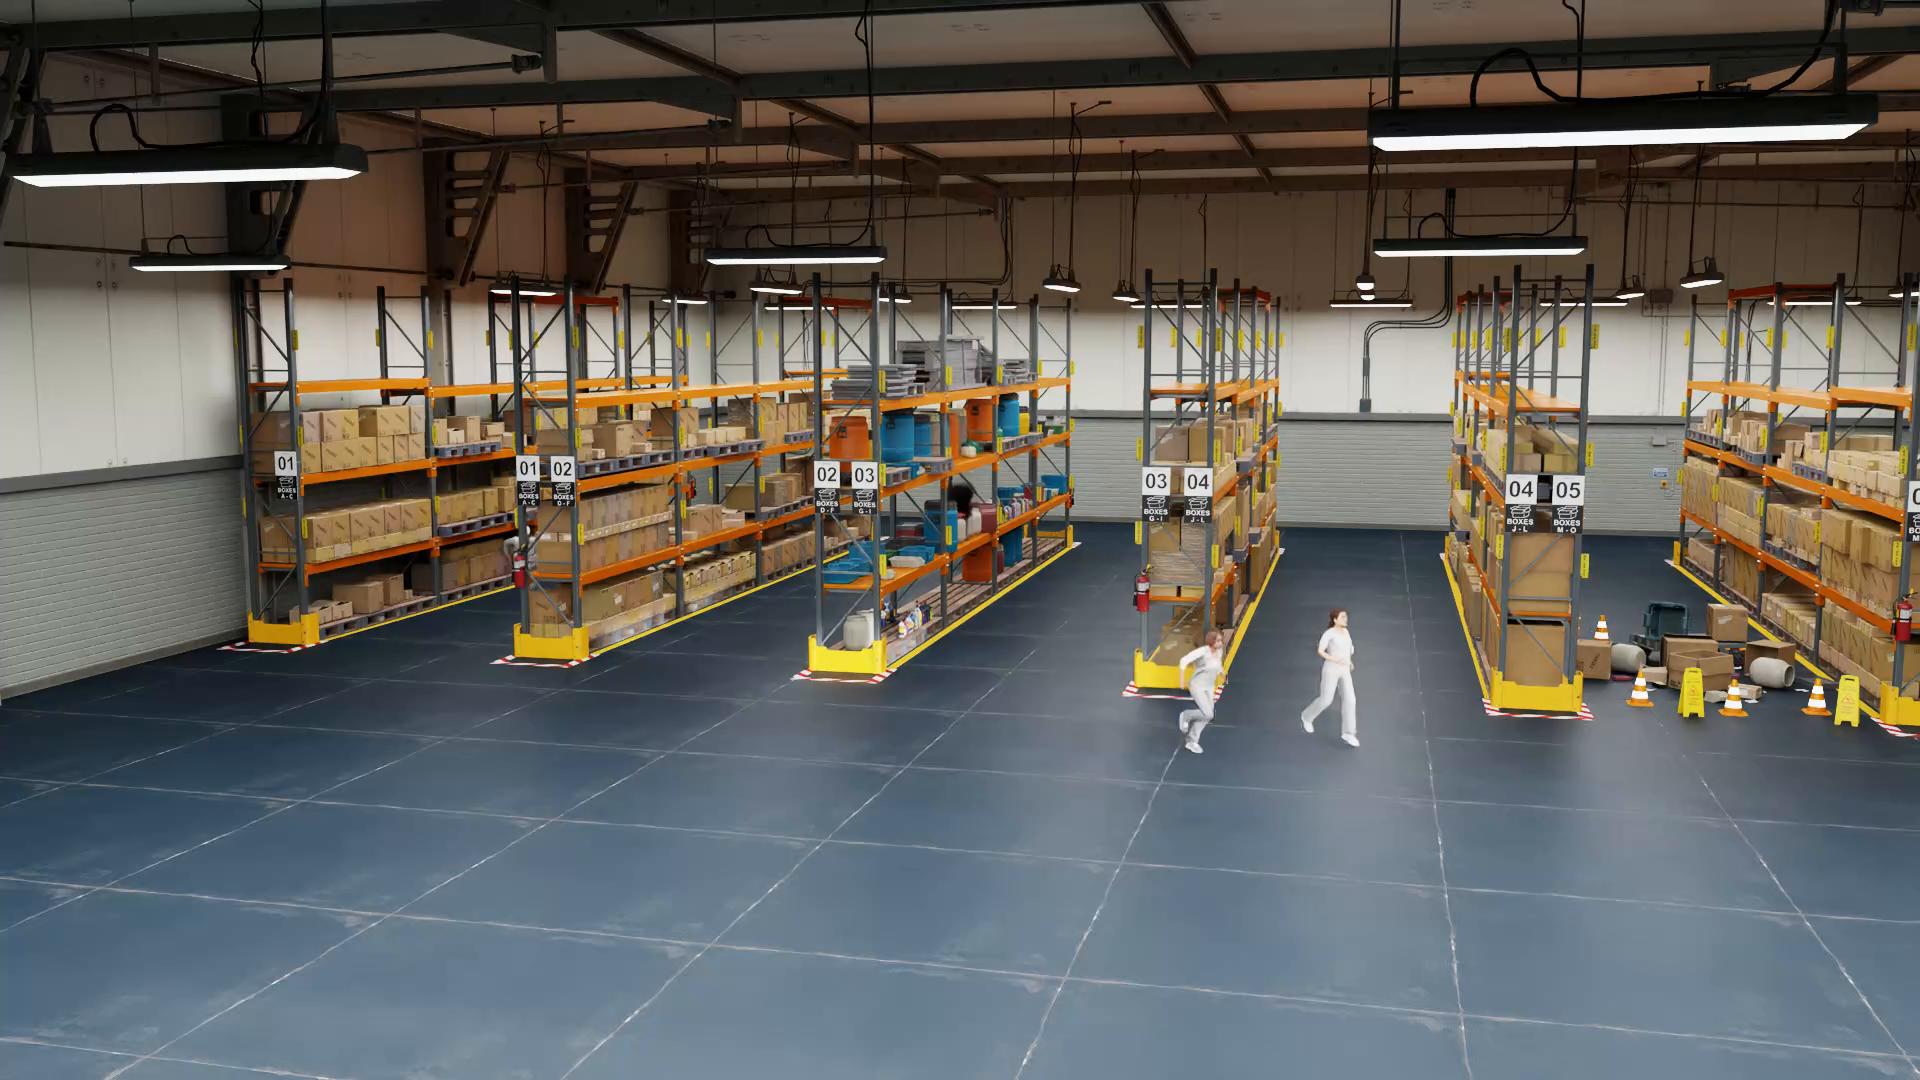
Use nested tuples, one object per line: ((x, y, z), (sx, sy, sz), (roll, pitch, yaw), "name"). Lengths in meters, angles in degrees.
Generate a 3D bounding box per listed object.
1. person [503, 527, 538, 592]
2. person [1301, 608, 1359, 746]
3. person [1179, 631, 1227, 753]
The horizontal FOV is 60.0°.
((-8.157, 0.493, 31.035), (0.684, 1.599, 0.867), (-2, 7, -14), "person")
((4.721, 1.674, 20.826), (0.607, 1.666, 0.975), (-4, 8, -31), "person")
((2.968, 1.845, 20.268), (0.527, 1.520, 0.666), (-6, 9, -42), "person")
